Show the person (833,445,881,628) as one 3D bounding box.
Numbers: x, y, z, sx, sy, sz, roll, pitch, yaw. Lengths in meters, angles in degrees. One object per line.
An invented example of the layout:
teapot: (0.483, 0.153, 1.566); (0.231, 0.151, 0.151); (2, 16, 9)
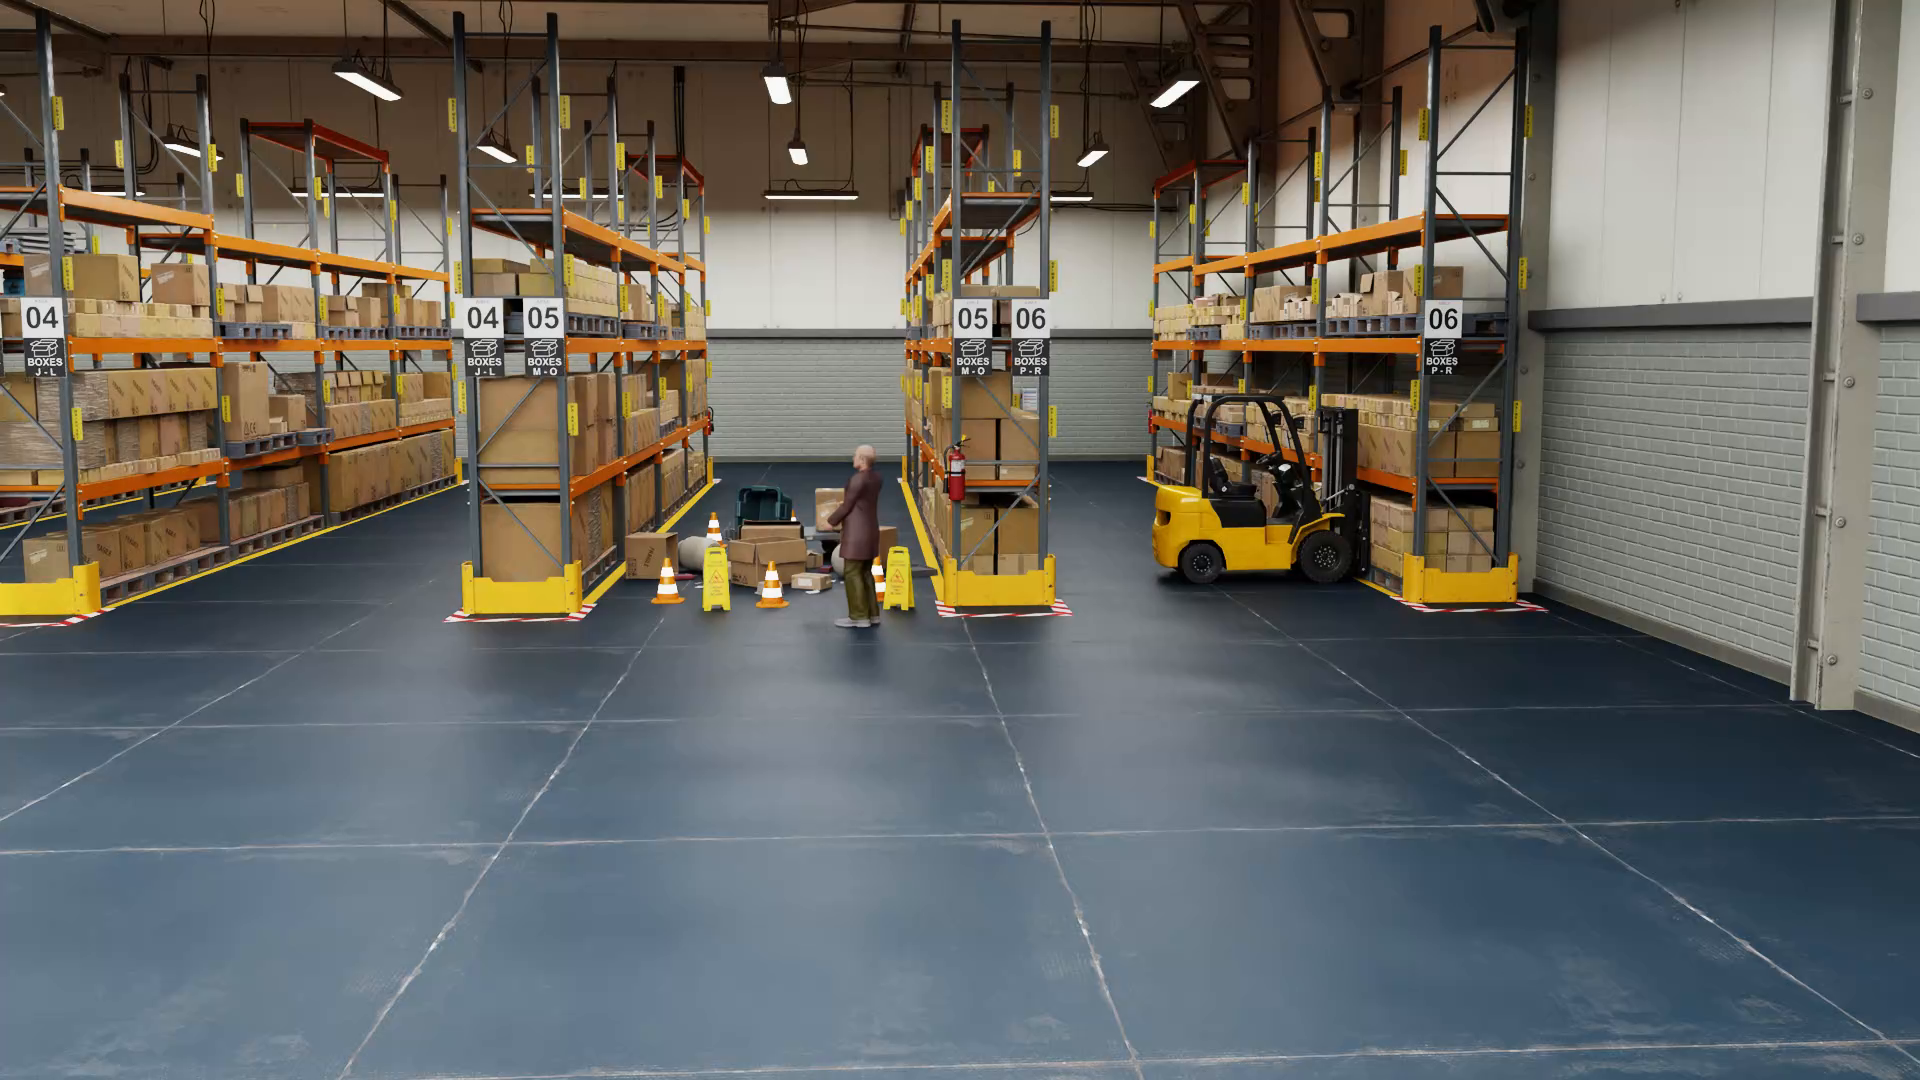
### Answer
person: (-0.986, -0.045, 16.187); (0.429, 1.772, 0.644); (2, 7, 18)
